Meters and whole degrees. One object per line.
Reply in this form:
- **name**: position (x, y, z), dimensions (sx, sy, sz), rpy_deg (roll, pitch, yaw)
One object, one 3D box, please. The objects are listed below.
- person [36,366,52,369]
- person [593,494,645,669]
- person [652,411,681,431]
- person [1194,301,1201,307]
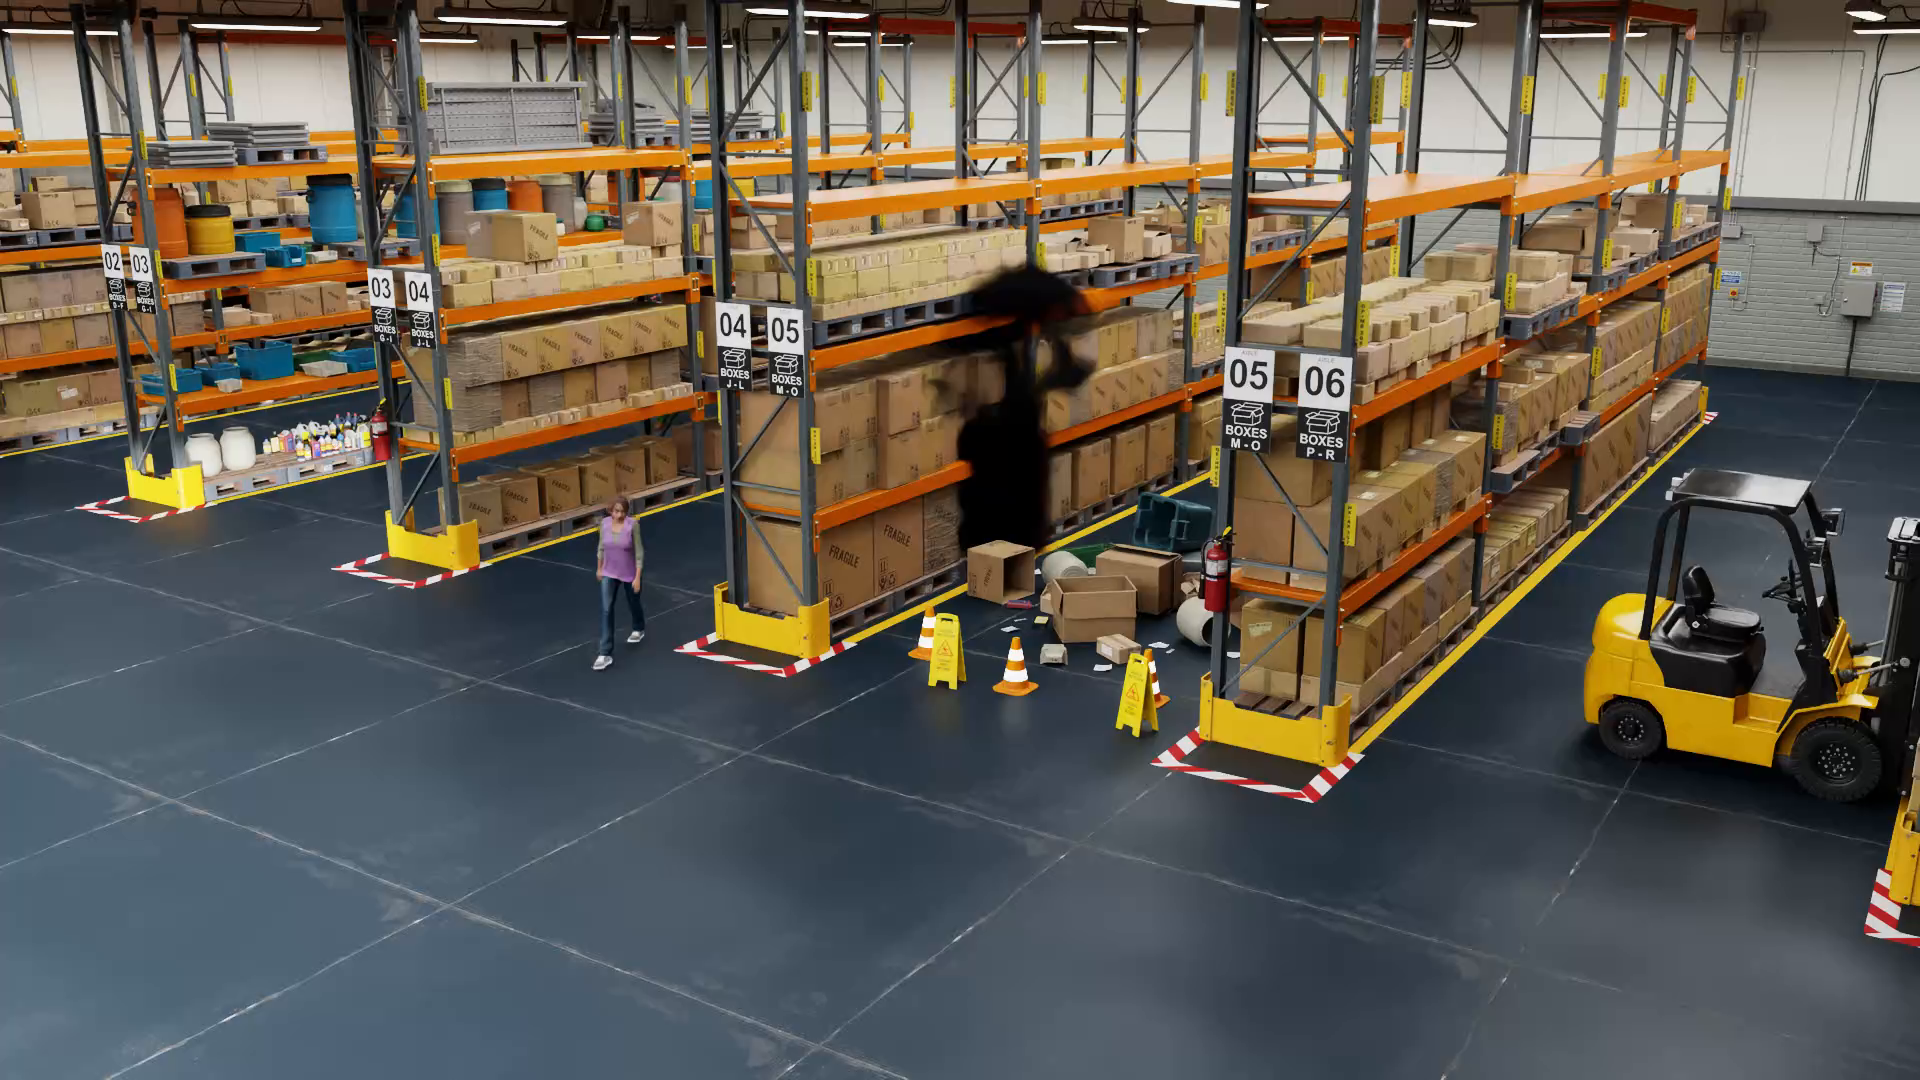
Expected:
- **person**: position (-14.299, -2.716, 25.861), dimensions (0.575, 1.709, 0.852), rpy_deg (8, 18, 27)
- **person**: position (-3.106, 0.316, 15.135), dimensions (0.488, 1.516, 1.006), rpy_deg (0, 16, -1)
- **person**: position (-4.427, -2.619, 25.353), dimensions (0.683, 1.772, 0.969), rpy_deg (5, 16, 17)
- **person**: position (3.793, -3.006, 26.897), dimensions (0.649, 1.697, 0.629), rpy_deg (11, 19, 35)
